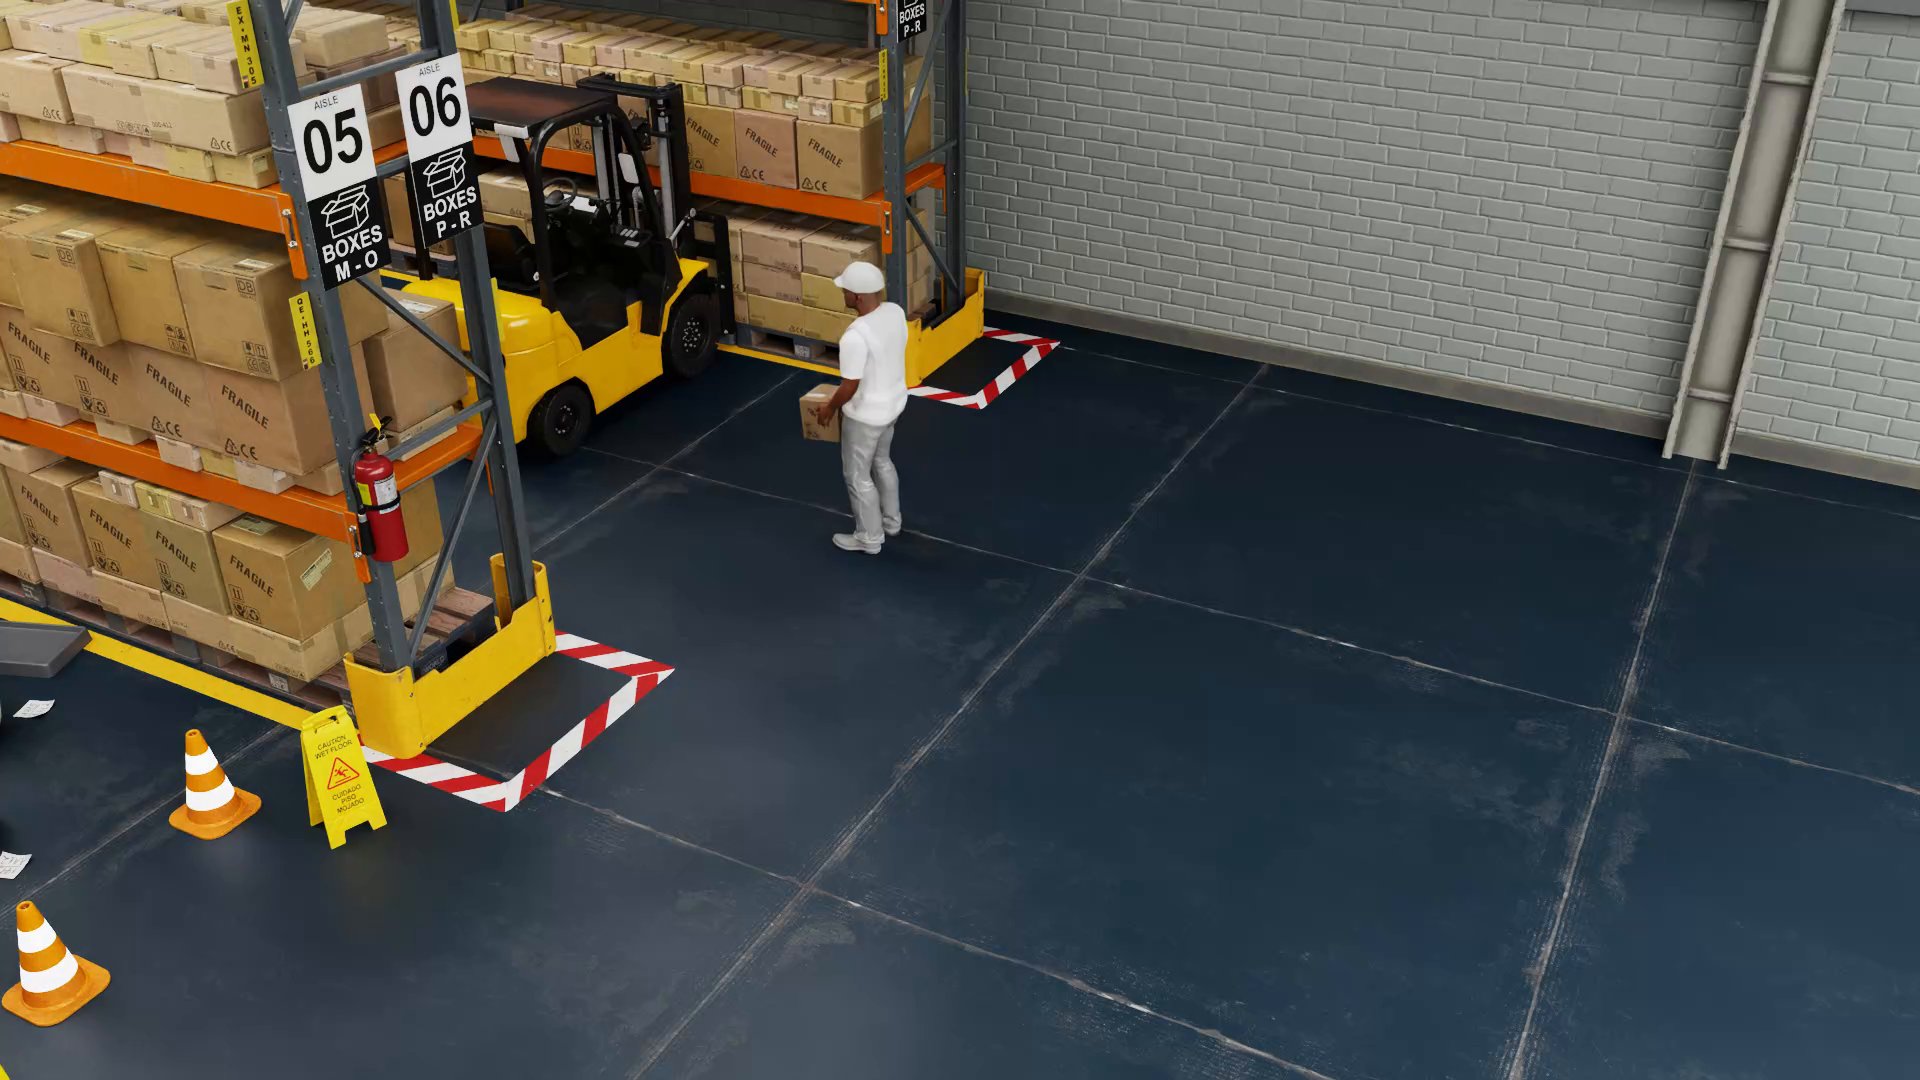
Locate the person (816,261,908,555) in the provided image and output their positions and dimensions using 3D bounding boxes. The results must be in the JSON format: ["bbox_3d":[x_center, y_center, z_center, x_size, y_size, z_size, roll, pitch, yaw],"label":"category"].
[{"bbox_3d":[-0.553,-0.769,9.607,0.470,1.767,0.572,14,33,22],"label":"person"}]
